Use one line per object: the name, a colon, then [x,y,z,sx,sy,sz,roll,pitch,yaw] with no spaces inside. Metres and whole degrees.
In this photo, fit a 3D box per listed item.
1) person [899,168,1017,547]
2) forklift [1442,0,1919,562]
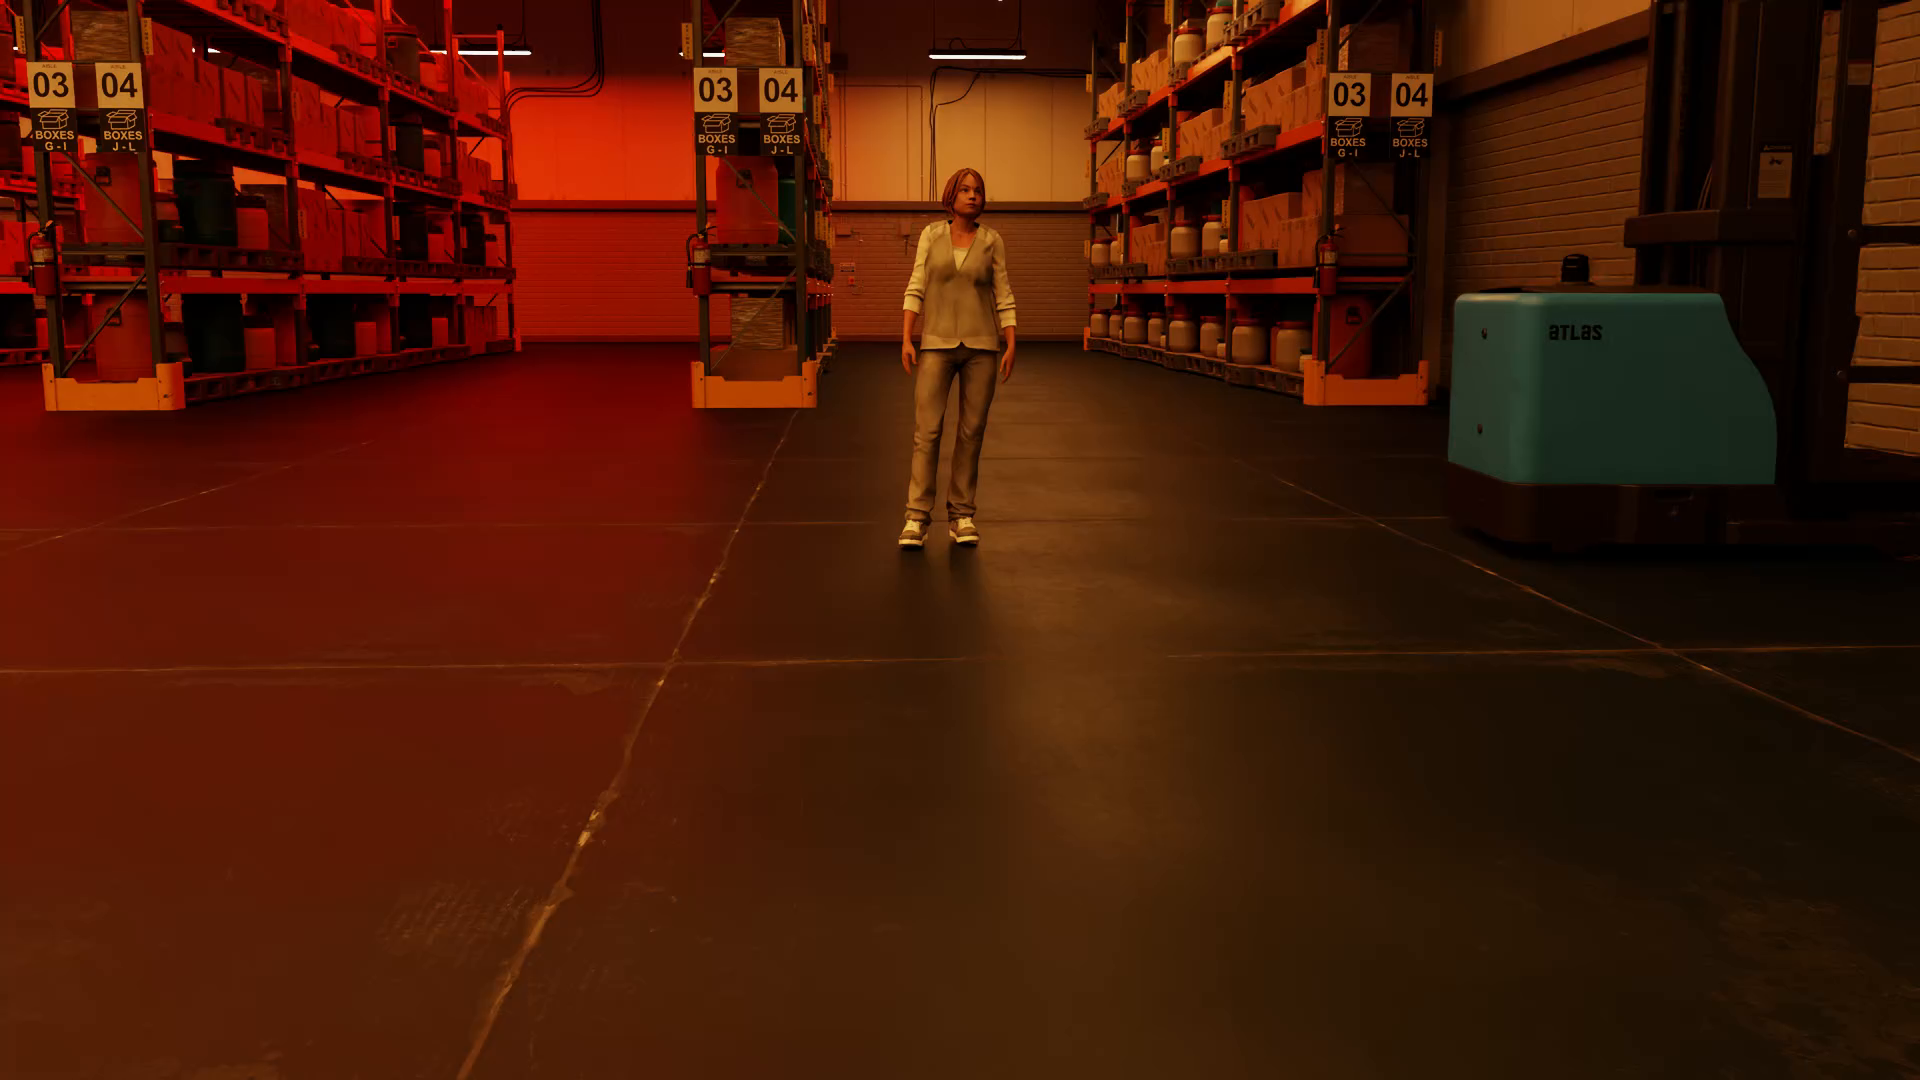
person: [-0.009,-0.786,7.117,0.521,1.599,0.473,-1,8,-4]
forklift: [3.735,-1.439,7.024,3.031,2.935,1.130,0,8,0]
